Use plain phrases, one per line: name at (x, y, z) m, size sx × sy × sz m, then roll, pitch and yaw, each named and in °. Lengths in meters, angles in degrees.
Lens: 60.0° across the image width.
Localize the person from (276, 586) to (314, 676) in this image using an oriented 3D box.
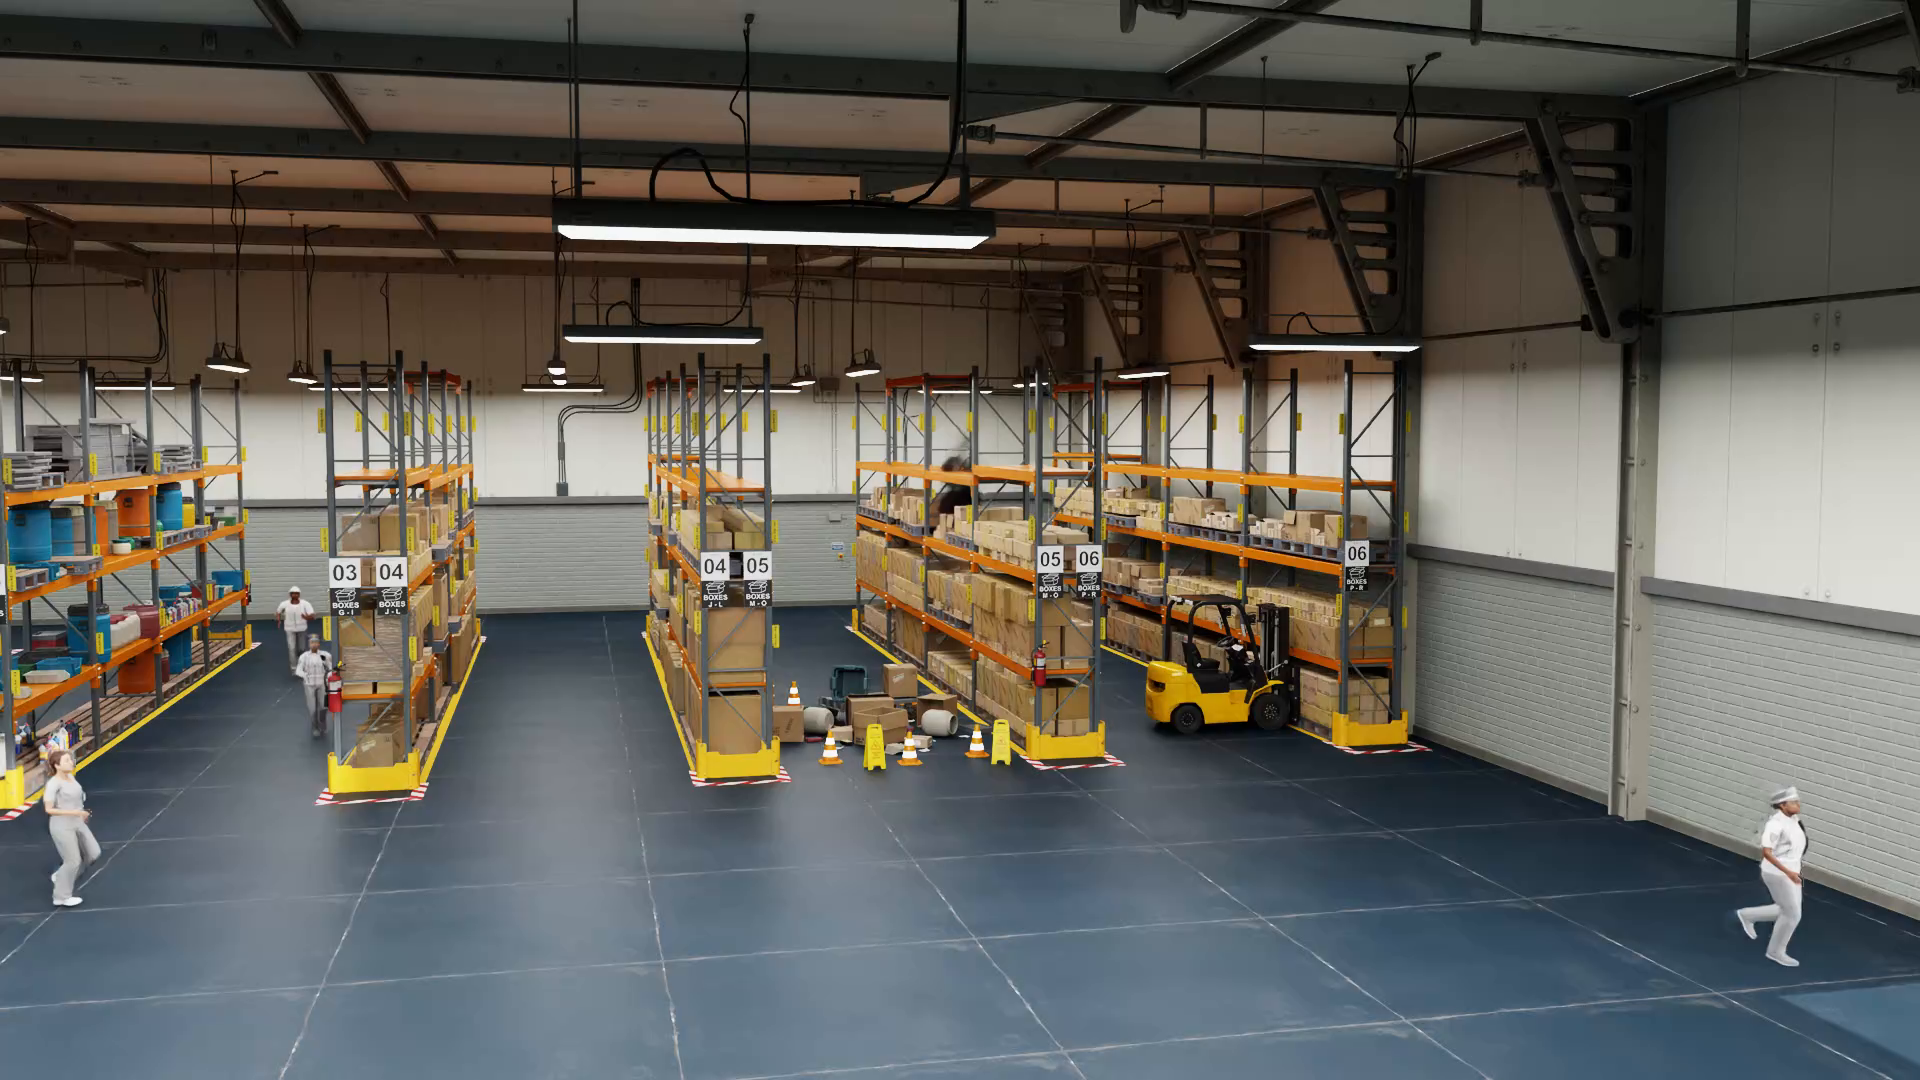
person at (-13.237, 1.796, 33.138) m, size 0.706 × 1.743 × 0.986 m, roll -2°, pitch 4°, yaw -24°

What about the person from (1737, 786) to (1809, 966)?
person at (7.614, 3.101, 15.538) m, size 0.584 × 1.682 × 0.586 m, roll -4°, pitch 6°, yaw -45°

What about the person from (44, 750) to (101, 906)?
person at (-9.219, 2.981, 17.252) m, size 0.564 × 1.625 × 0.557 m, roll 0°, pitch 4°, yaw 6°

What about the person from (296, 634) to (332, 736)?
person at (-10.278, 2.322, 26.555) m, size 0.605 × 1.654 × 0.536 m, roll -2°, pitch 4°, yaw -21°
